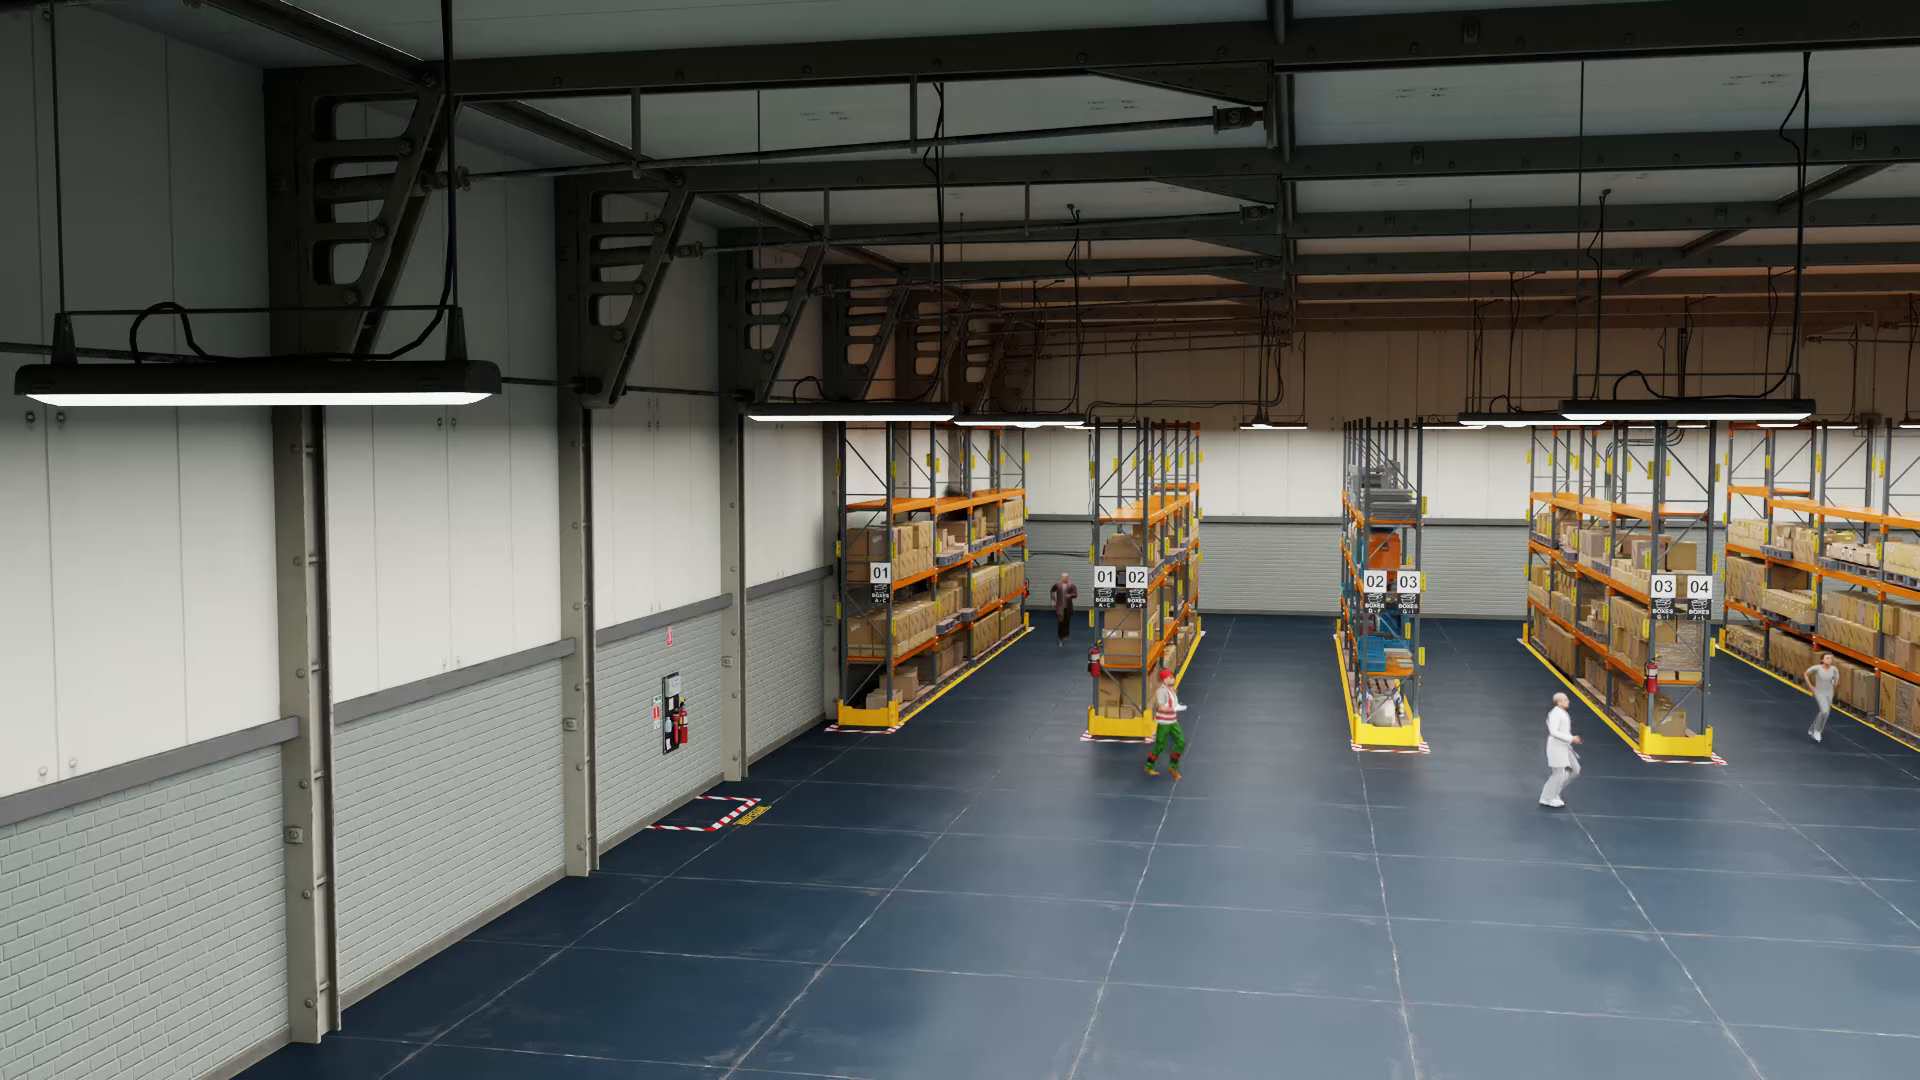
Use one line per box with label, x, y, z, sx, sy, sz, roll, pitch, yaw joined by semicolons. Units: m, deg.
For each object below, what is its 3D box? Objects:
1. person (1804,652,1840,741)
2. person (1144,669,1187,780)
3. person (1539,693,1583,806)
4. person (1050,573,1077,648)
person;16.000;2.940;30.835;0.546;1.556;0.721;0;4;-2
person;3.407;3.051;27.397;0.776;1.851;0.665;3;4;34
person;9.185;3.198;25.359;0.654;1.746;0.717;2;4;33
person;2.683;1.795;42.830;0.672;1.905;0.807;0;4;-2
